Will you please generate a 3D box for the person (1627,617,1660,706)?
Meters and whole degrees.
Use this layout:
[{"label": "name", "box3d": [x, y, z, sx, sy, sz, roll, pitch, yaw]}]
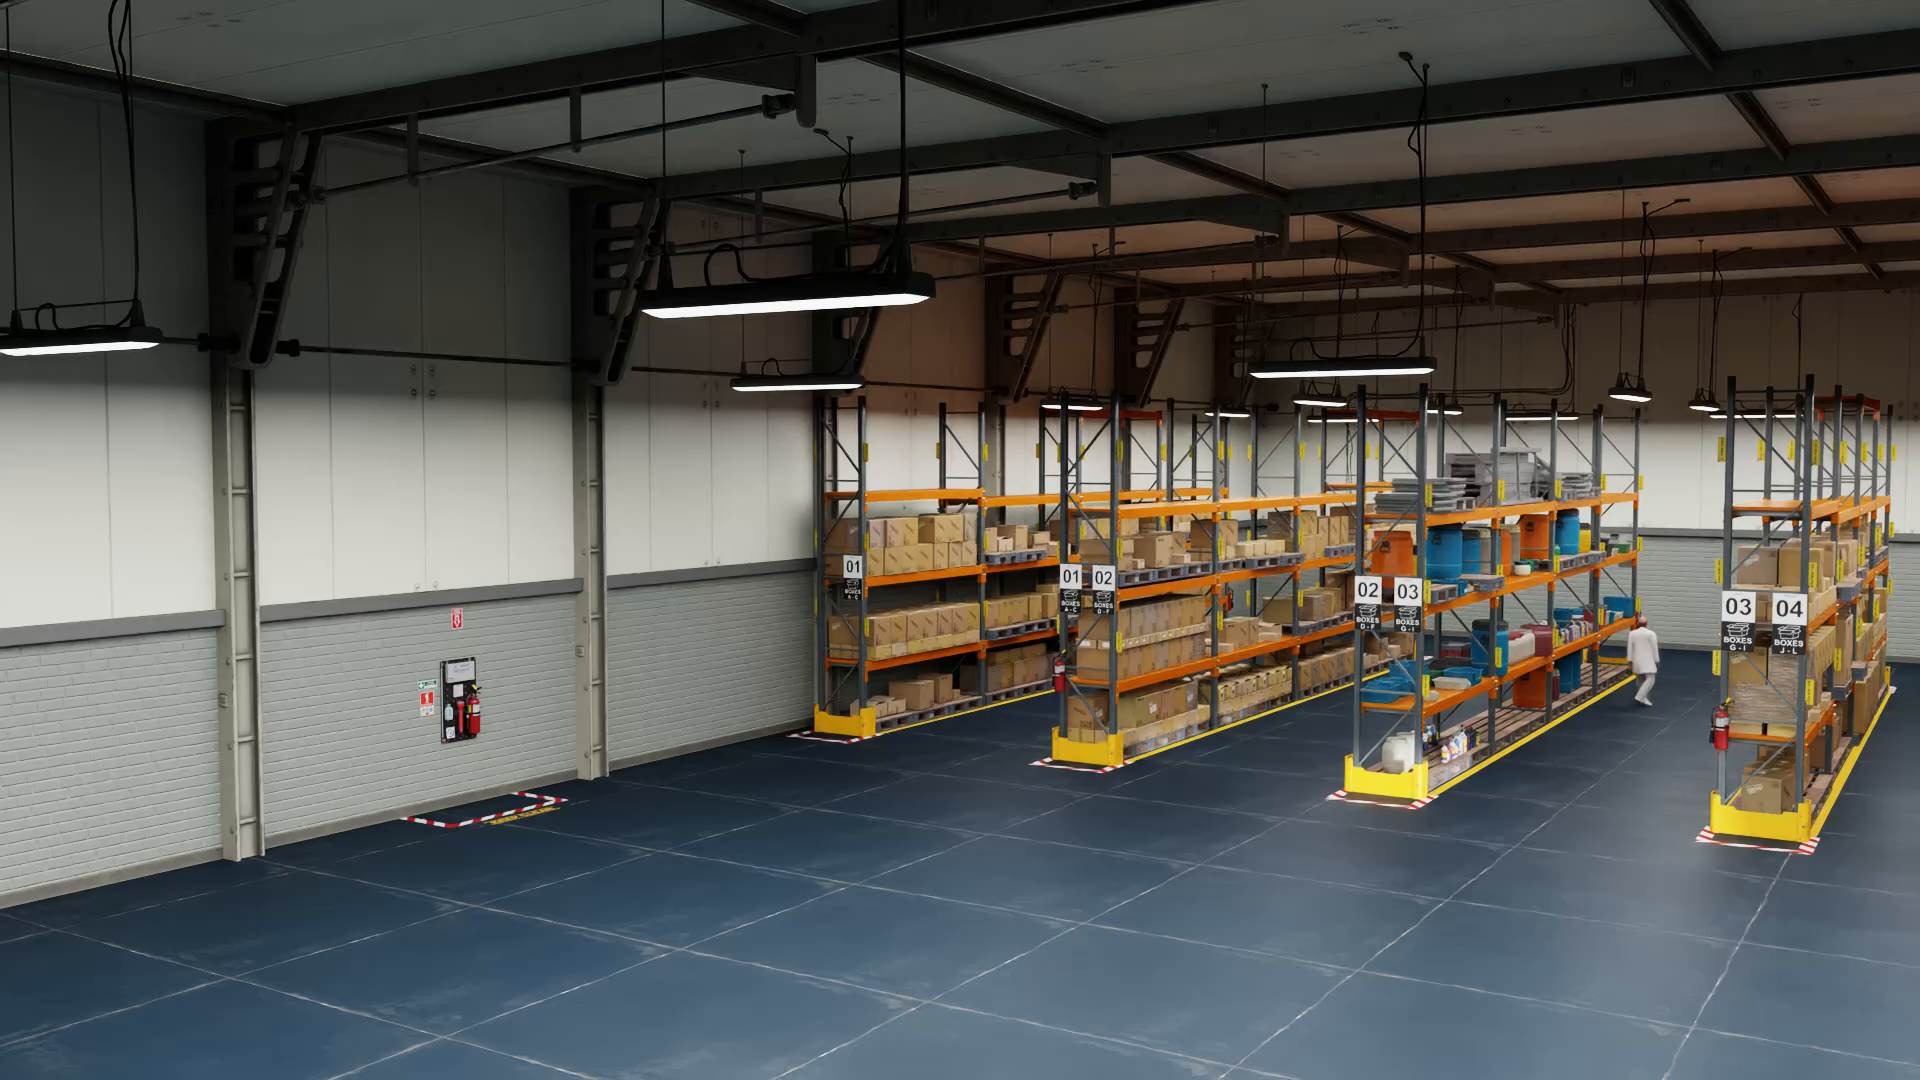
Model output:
[{"label": "person", "box3d": [13.488, 2.490, 32.824, 0.935, 1.566, 0.609, -3, 4, -43]}]
